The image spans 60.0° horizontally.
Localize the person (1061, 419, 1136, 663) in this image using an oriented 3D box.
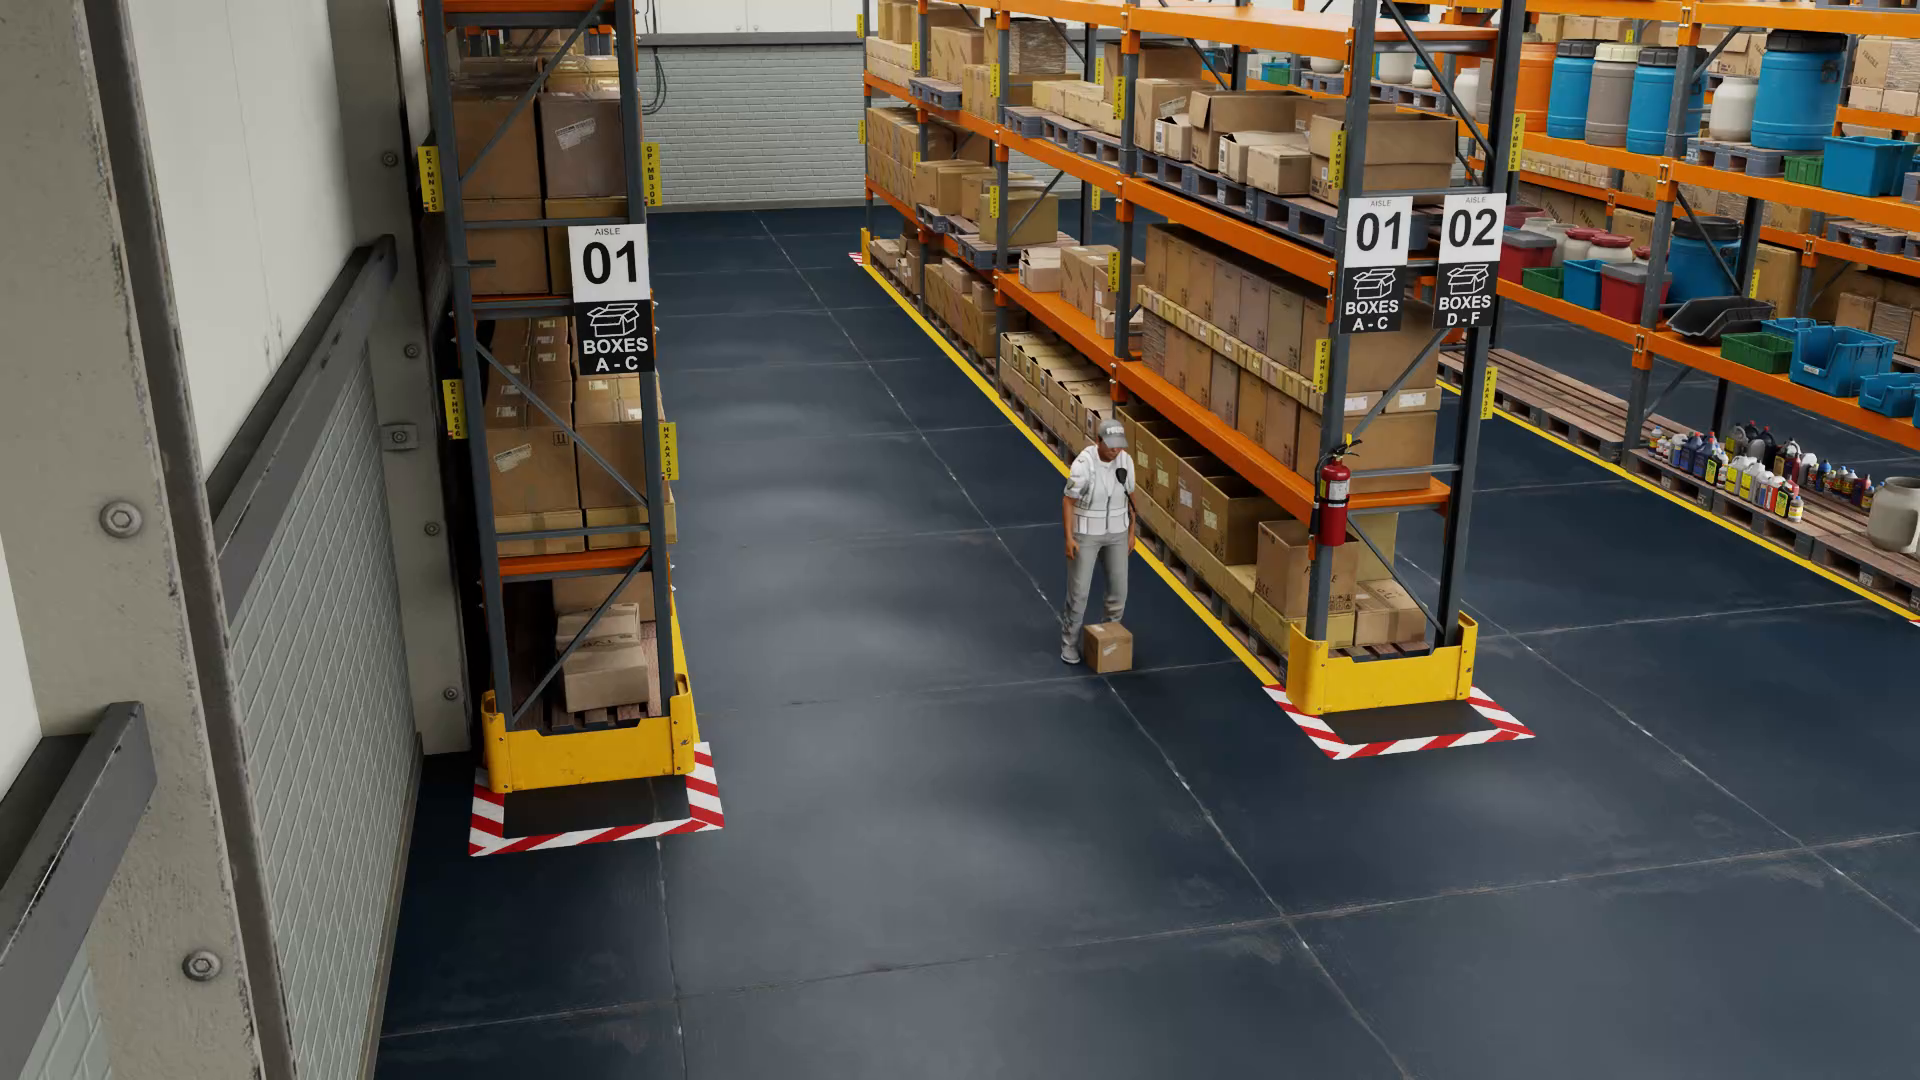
[{"bbox_3d":[0.931,-0.016,11.108,0.549,1.664,0.470,-6,21,-16],"label":"person"}]
